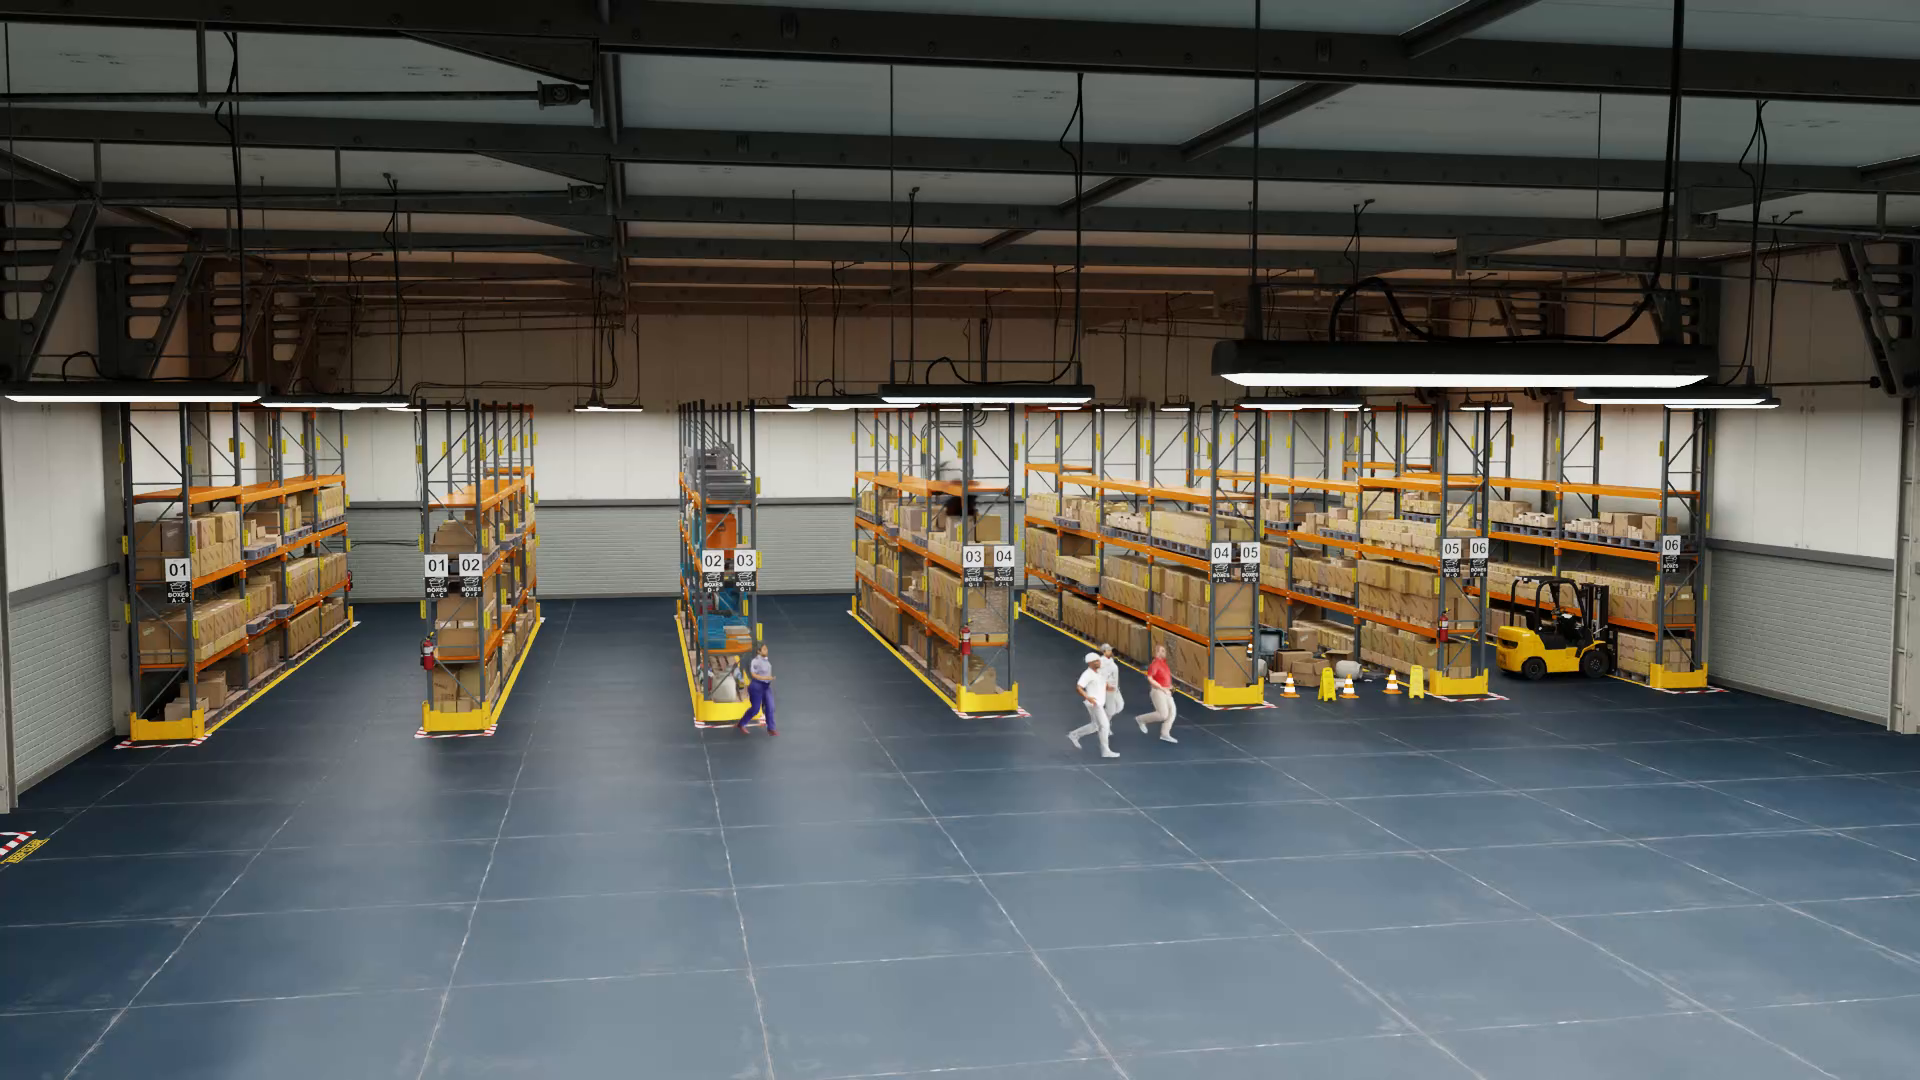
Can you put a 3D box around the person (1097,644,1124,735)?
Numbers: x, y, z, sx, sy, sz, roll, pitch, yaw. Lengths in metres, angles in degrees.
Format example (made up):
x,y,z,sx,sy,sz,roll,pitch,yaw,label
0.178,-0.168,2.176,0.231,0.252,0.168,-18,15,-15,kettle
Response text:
x,y,z,sx,sy,sz,roll,pitch,yaw,label
2.649,2.669,29.834,0.517,1.634,0.589,2,5,29,person

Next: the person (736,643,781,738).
x,y,z,sx,sy,sz,roll,pitch,yaw,label
-3.573,2.672,29.581,0.817,1.687,0.622,2,5,22,person

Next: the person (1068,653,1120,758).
x,y,z,sx,sy,sz,roll,pitch,yaw,label
2.233,2.749,27.791,0.920,1.746,0.714,1,5,17,person

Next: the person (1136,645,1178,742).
x,y,z,sx,sy,sz,roll,pitch,yaw,label
3.478,2.691,29.207,0.732,1.703,0.670,2,5,25,person
